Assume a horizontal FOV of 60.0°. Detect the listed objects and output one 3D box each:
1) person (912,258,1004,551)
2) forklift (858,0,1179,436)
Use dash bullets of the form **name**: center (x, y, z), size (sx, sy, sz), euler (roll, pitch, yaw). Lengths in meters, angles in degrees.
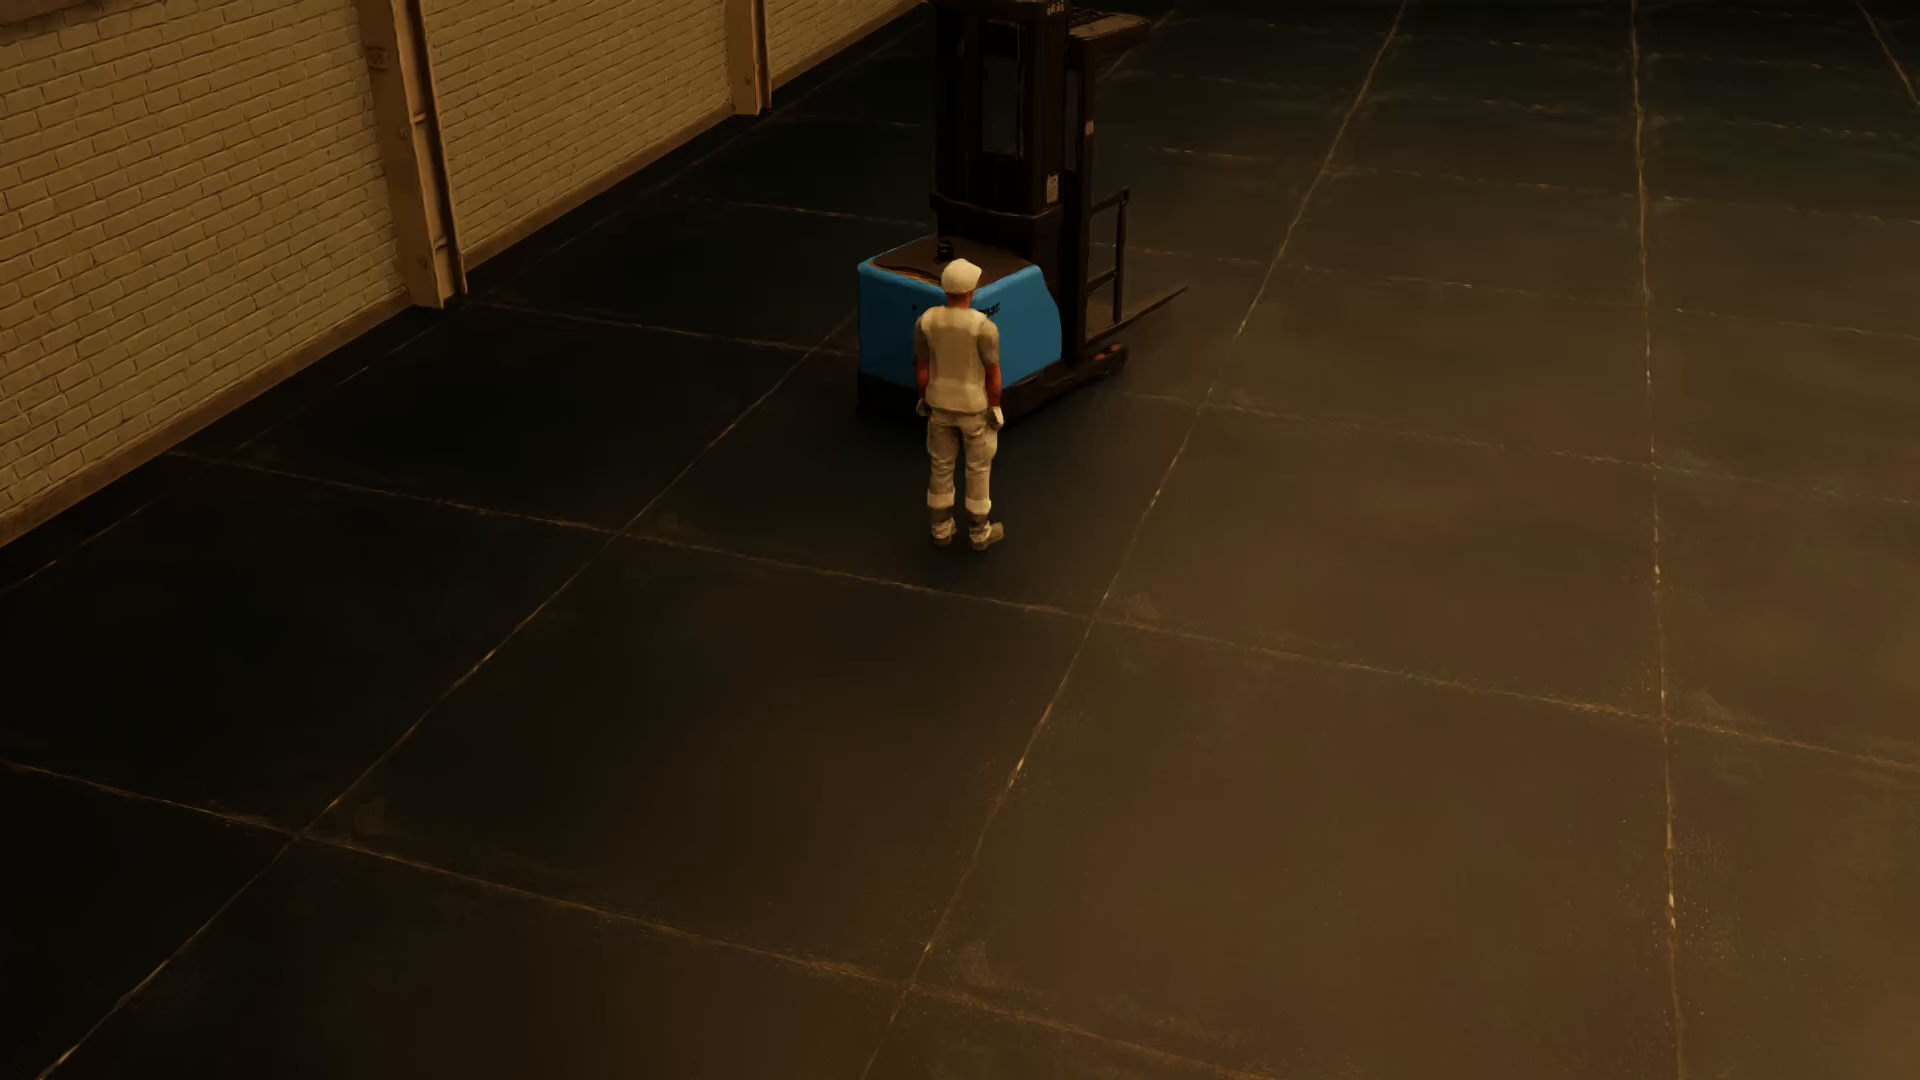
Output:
- **person**: center (0.005, -0.788, 9.670), size (0.538, 1.795, 0.349), euler (10, 31, 16)
- **forklift**: center (0.576, -2.629, 11.749), size (1.130, 2.935, 3.031), euler (20, 35, 31)
